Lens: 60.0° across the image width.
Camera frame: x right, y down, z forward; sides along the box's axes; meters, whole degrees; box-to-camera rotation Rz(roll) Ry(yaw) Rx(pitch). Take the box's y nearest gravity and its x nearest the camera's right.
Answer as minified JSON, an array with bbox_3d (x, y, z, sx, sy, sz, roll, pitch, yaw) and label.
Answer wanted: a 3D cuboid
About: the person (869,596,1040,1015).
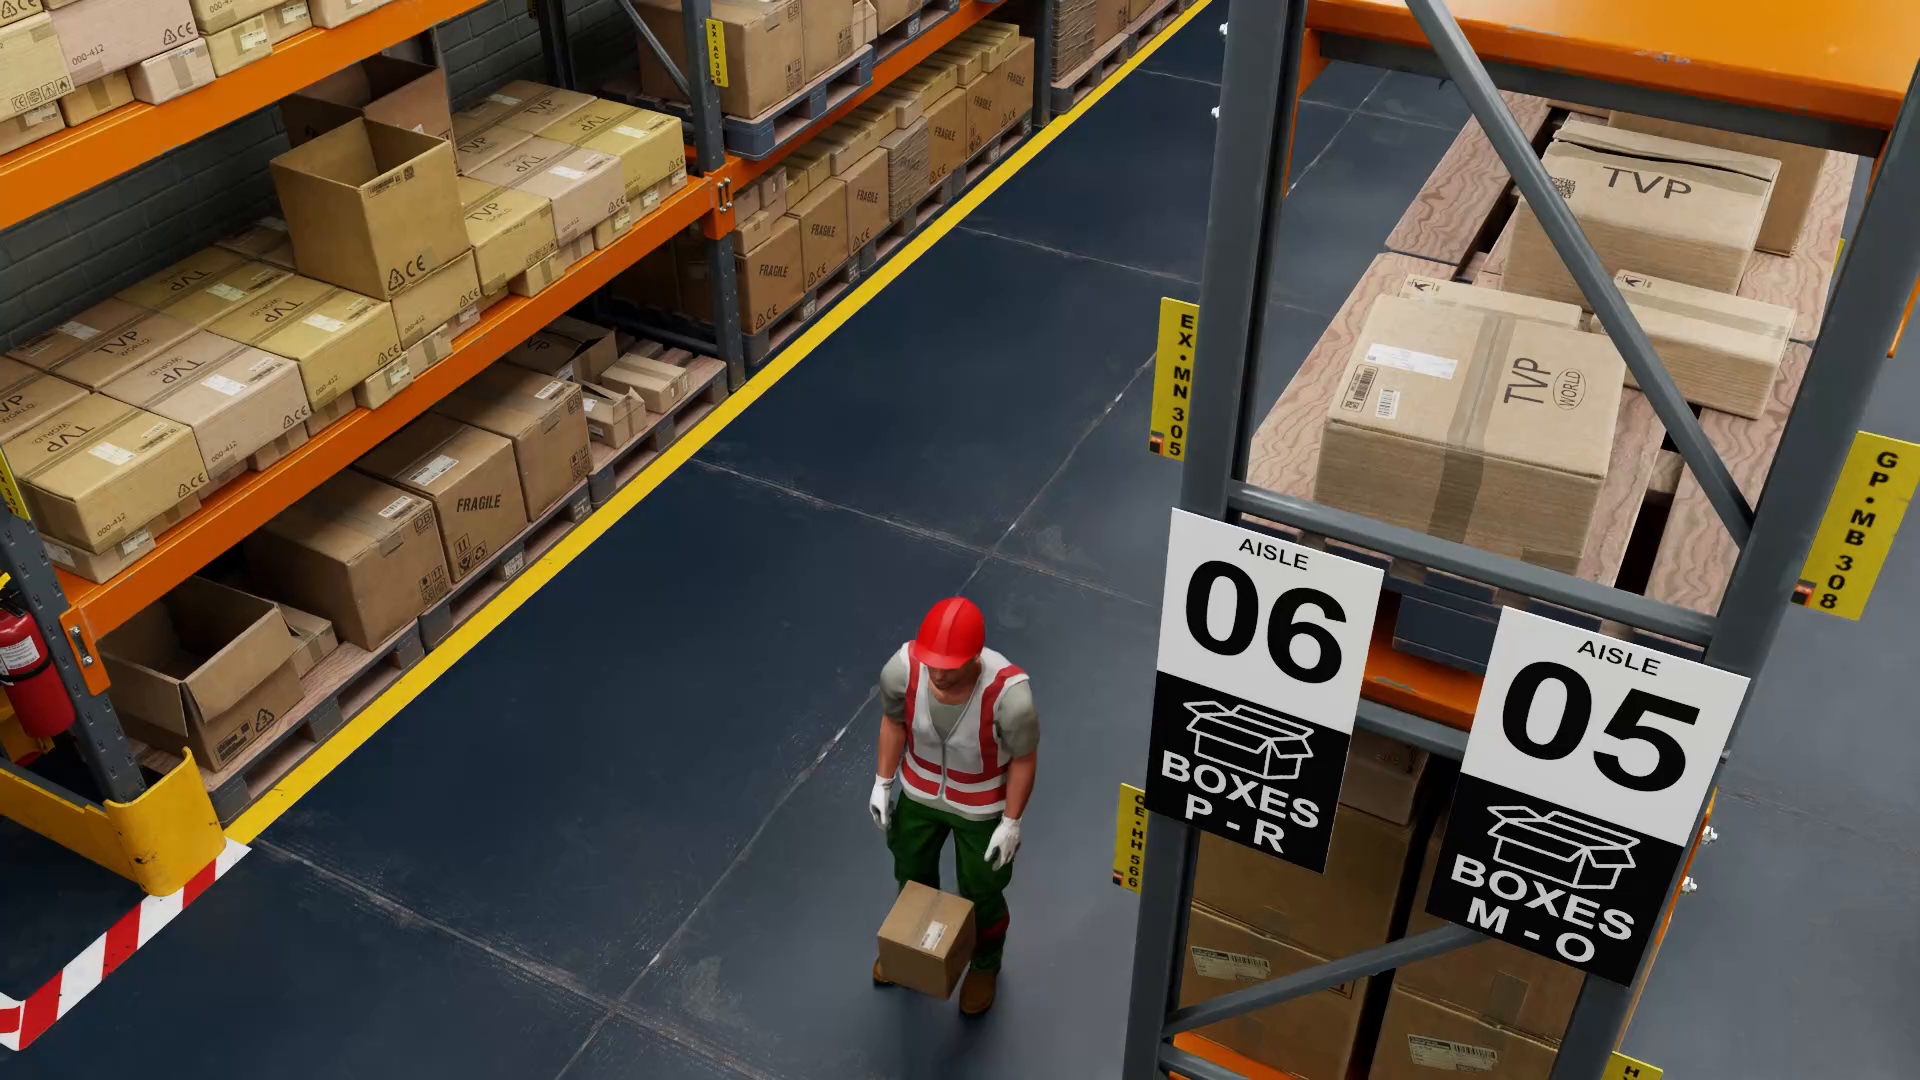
[{"bbox_3d":[-0.020,0.874,5.599,0.555,1.784,0.422,15,40,19],"label":"person"}]
